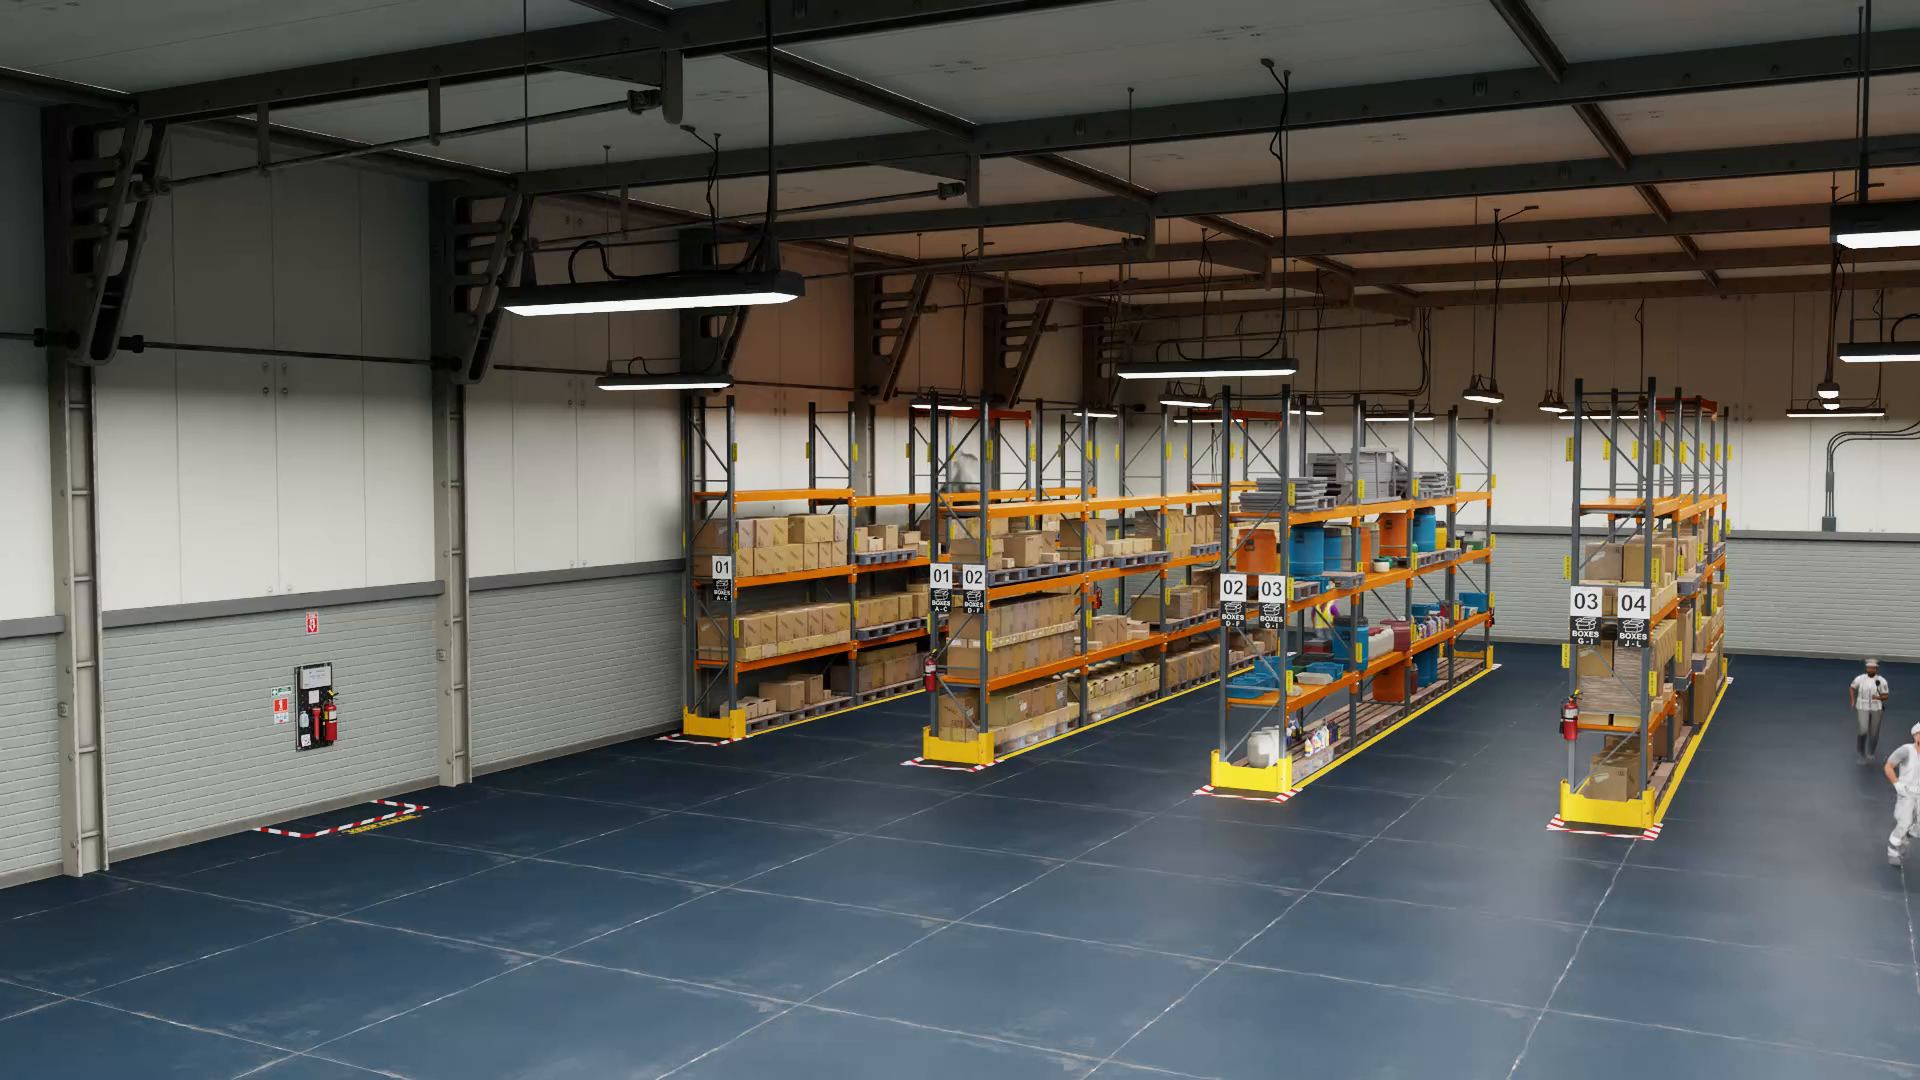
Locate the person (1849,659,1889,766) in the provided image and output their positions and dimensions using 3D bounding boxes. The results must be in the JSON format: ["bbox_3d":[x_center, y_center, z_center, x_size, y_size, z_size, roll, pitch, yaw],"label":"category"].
[{"bbox_3d":[14.568,2.761,26.645,0.542,1.729,0.716,1,3,23],"label":"person"}]

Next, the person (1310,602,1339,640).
[{"bbox_3d":[8.612,2.083,39.332,0.686,1.706,0.658,1,3,24],"label":"person"}]

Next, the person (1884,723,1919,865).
[{"bbox_3d":[11.605,3.084,20.162,0.714,1.728,0.537,0,3,2],"label":"person"}]
